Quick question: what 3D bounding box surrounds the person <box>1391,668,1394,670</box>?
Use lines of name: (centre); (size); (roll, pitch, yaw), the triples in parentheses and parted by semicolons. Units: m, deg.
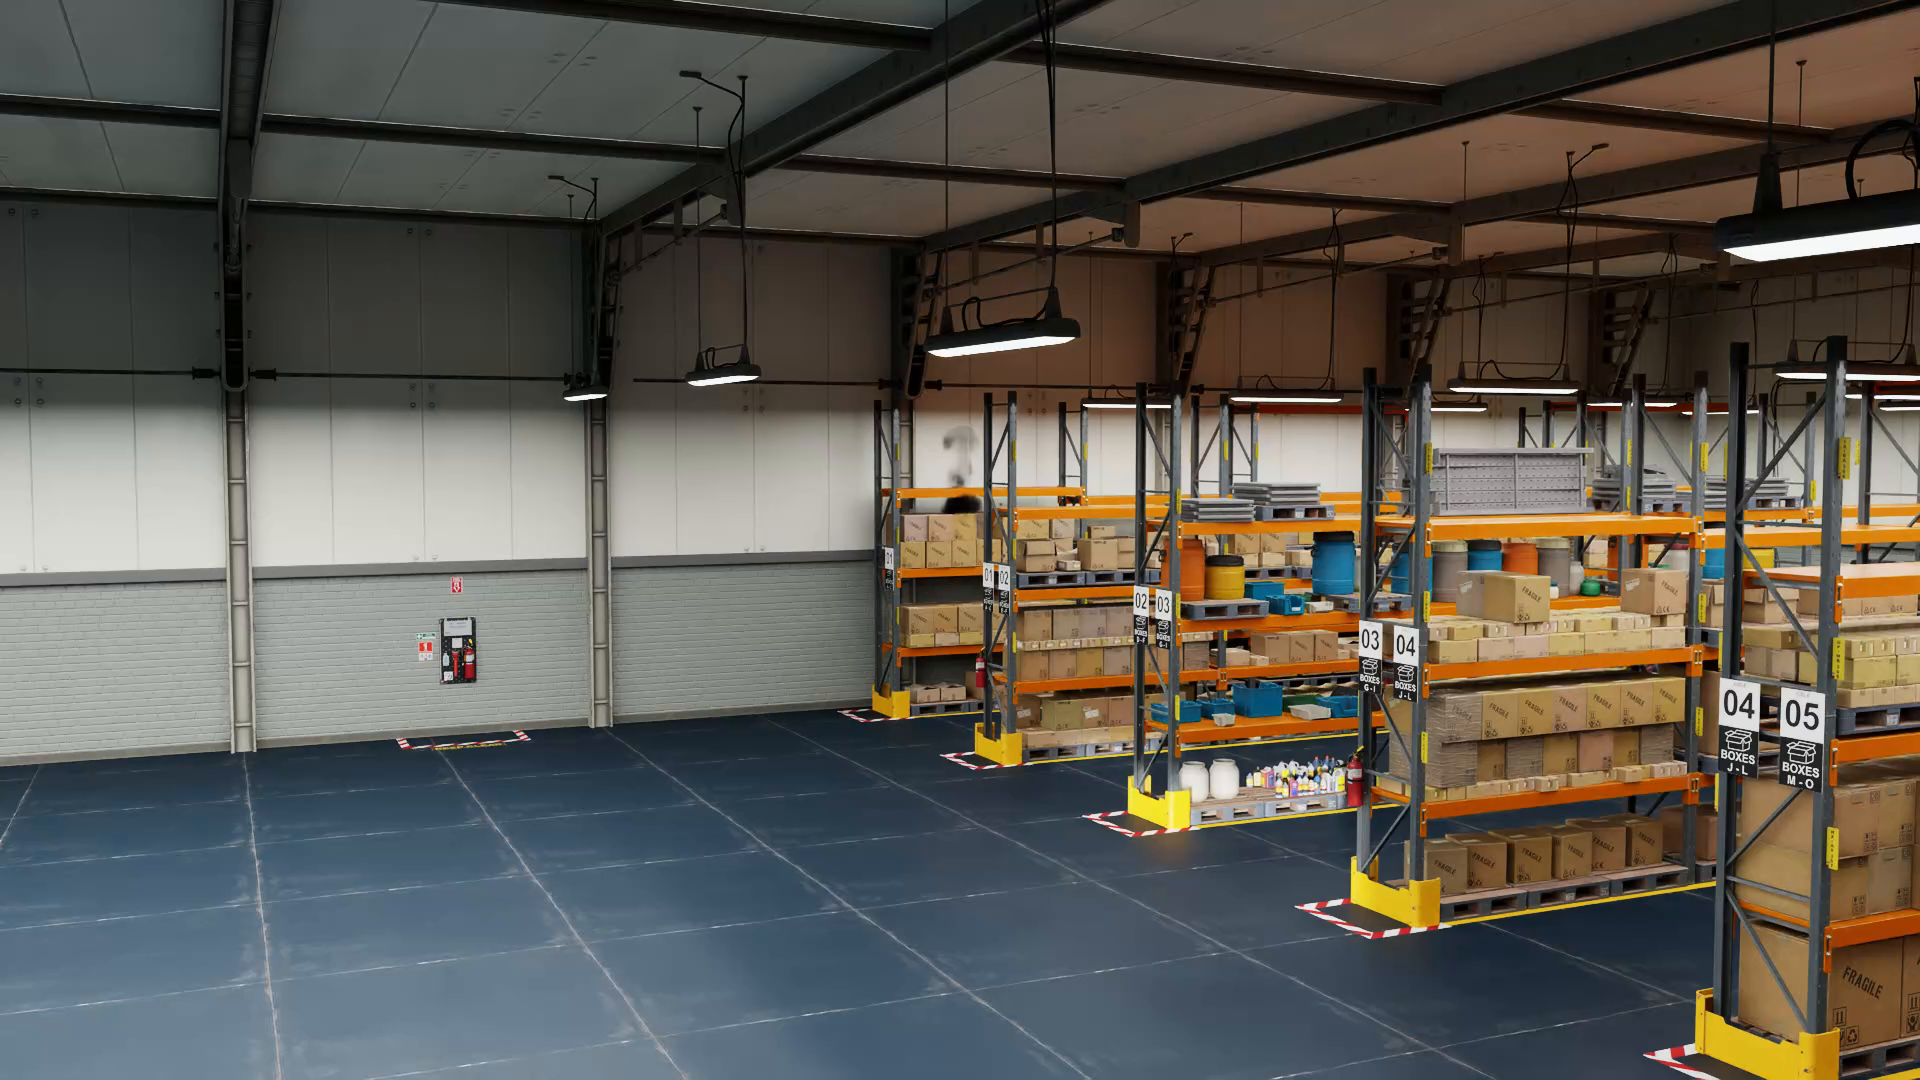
person: (8.719, 2.416, 32.825); (0.632, 1.679, 0.554); (-1, 4, -24)
